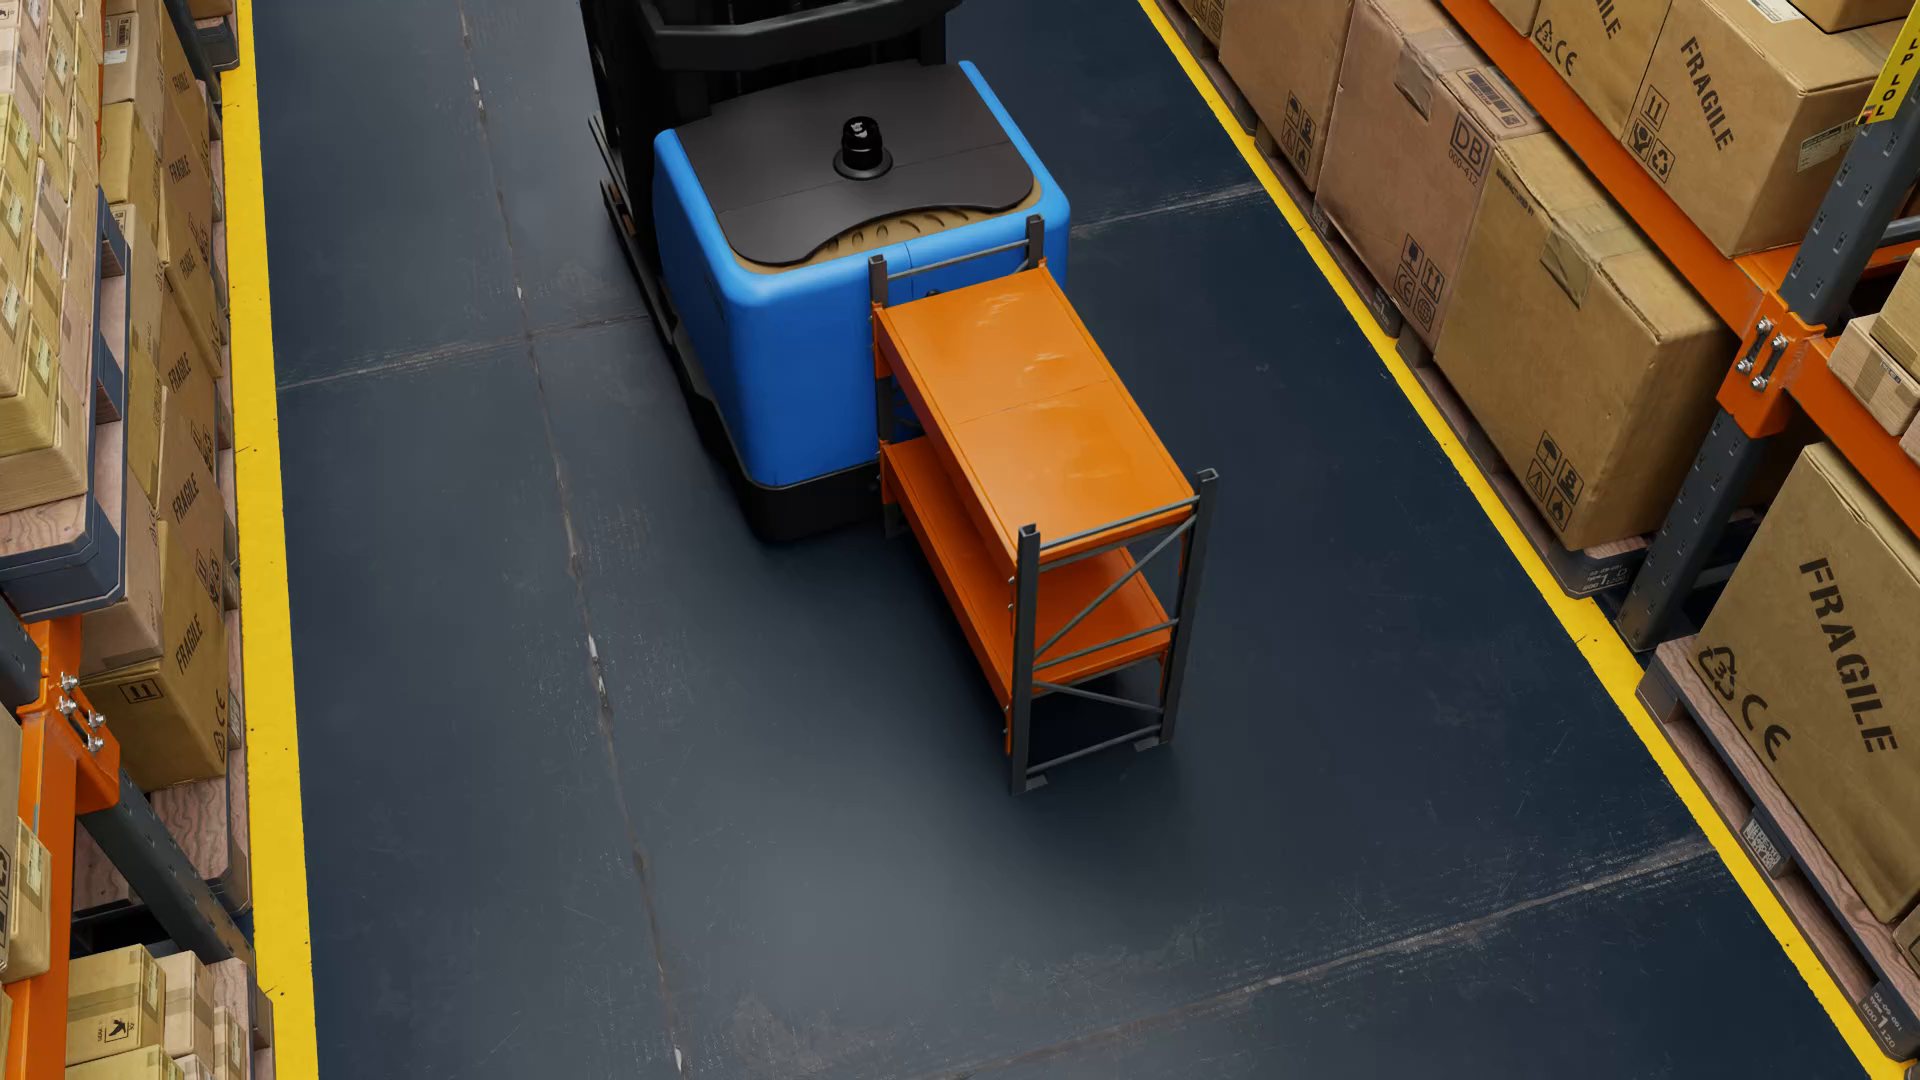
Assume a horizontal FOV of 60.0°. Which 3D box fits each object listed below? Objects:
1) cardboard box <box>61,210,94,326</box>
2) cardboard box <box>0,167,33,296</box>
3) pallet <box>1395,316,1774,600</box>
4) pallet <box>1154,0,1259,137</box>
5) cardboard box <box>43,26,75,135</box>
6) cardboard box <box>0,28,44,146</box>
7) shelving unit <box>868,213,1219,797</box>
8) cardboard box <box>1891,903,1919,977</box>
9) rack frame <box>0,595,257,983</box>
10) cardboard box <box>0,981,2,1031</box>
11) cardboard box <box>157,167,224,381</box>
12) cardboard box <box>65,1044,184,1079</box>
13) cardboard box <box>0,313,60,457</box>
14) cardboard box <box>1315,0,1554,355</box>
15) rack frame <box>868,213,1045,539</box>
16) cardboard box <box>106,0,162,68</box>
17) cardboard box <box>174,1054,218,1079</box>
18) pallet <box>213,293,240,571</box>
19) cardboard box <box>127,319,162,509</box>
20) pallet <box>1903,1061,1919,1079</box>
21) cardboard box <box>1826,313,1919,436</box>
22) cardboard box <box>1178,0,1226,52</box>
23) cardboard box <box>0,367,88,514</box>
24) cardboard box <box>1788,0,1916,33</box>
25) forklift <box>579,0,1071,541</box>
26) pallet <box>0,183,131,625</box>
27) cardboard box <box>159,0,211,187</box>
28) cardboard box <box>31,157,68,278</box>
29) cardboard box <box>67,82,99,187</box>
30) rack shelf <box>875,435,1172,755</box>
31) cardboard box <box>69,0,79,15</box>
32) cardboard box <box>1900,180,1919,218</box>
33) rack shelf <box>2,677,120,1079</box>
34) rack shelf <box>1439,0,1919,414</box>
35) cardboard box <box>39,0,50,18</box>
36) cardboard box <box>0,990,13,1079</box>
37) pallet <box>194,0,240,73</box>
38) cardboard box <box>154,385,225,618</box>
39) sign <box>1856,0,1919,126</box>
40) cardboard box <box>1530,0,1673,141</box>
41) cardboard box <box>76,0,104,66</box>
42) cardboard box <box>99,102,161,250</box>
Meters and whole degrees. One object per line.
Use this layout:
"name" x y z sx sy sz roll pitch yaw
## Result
"cardboard box" -2.133 -0.564 3.653 0.380 0.149 0.250 -13 51 -11
"cardboard box" -2.064 -0.573 3.272 0.380 0.149 0.250 -12 51 -10
"pallet" 2.170 -0.429 5.473 1.003 0.211 1.213 -13 51 -11
"pallet" 1.448 -2.211 6.976 1.003 0.211 1.213 -13 51 -11
"cardboard box" -2.290 -1.039 3.859 0.380 0.149 0.250 -11 51 -10
"cardboard box" -2.209 -0.944 3.584 0.380 0.149 0.250 -14 51 -11
"shelving unit" 0.182 -0.087 4.588 0.538 1.125 1.048 -17 52 -14
"cardboard box" 2.855 0.926 3.622 0.875 0.875 0.875 -13 51 -11
"rack frame" -2.298 0.267 3.063 1.000 3.000 0.127 -13 51 -11
"cardboard box" -1.733 0.808 2.347 0.500 0.500 0.500 -15 51 -12
"cardboard box" -2.715 -0.800 5.323 0.500 0.500 0.500 -15 52 -13
"cardboard box" -1.831 1.237 3.446 0.380 0.149 0.250 -13 51 -11
"cardboard box" -1.975 -0.275 3.215 0.380 0.149 0.250 -13 51 -10
"cardboard box" 1.996 -1.347 5.538 1.225 0.875 0.875 -15 51 -12
"rack frame" -0.007 -0.448 4.892 0.500 1.125 0.032 -17 52 -14
"cardboard box" -3.029 -1.786 5.663 0.500 0.250 0.500 -14 51 -12
"cardboard box" -1.810 1.307 3.581 0.380 0.149 0.250 -16 52 -13
"pallet" -2.894 -0.295 5.361 1.003 0.211 1.213 -13 51 -11
"cardboard box" -2.424 -0.292 4.404 0.500 0.250 0.500 -12 51 -10
"pallet" 2.984 1.584 3.777 1.003 0.211 1.213 -13 51 -11
"cardboard box" 2.239 -0.409 3.797 0.380 0.149 0.250 -13 51 -11
"cardboard box" 1.471 -2.644 6.632 1.225 0.875 0.875 -15 52 -13
"cardboard box" -1.975 -0.179 3.329 0.380 0.149 0.250 -16 52 -13
"cardboard box" 2.273 -1.601 3.916 0.797 0.503 0.637 -15 51 -12
"forklift" -0.690 -2.094 5.098 1.130 2.935 3.031 -17 52 -14
"pallet" -2.385 -0.262 3.635 1.003 0.211 1.213 -13 51 -11
"cardboard box" -3.037 -1.563 5.966 0.500 0.500 0.500 -14 51 -11
"cardboard box" -2.131 -0.652 3.533 0.380 0.149 0.250 -12 51 -10
"cardboard box" -2.282 -0.933 3.965 0.380 0.149 0.250 -15 52 -13
"rack shelf" 0.182 0.070 4.775 0.538 0.278 1.000 -17 52 -14
"cardboard box" -2.440 -1.417 4.178 0.380 0.149 0.250 -14 51 -12
"cardboard box" 2.572 -1.206 4.239 0.500 0.500 0.500 -13 51 -11
"rack shelf" -1.707 1.959 2.107 1.077 0.370 4.000 -13 51 -11
"rack shelf" 1.878 -2.010 5.453 1.077 0.370 4.000 -13 51 -11
"cardboard box" -2.359 -1.315 3.897 0.380 0.149 0.250 -12 51 -10
"cardboard box" -1.788 0.876 2.714 0.380 0.149 0.250 -11 51 -10
"pallet" -3.642 -2.349 7.092 1.003 0.211 1.213 -13 51 -11
"cardboard box" -2.422 -0.049 4.689 0.500 0.500 0.500 -11 51 -9
"sign" 1.954 -0.999 3.425 0.100 0.325 0.005 -13 51 -11
"cardboard box" 1.931 -1.456 4.450 0.500 0.500 0.500 -12 51 -10
"cardboard box" -2.438 -1.316 4.288 0.380 0.149 0.250 -15 52 -13
"cardboard box" -2.733 -1.045 5.039 0.500 0.250 0.500 -12 51 -10
